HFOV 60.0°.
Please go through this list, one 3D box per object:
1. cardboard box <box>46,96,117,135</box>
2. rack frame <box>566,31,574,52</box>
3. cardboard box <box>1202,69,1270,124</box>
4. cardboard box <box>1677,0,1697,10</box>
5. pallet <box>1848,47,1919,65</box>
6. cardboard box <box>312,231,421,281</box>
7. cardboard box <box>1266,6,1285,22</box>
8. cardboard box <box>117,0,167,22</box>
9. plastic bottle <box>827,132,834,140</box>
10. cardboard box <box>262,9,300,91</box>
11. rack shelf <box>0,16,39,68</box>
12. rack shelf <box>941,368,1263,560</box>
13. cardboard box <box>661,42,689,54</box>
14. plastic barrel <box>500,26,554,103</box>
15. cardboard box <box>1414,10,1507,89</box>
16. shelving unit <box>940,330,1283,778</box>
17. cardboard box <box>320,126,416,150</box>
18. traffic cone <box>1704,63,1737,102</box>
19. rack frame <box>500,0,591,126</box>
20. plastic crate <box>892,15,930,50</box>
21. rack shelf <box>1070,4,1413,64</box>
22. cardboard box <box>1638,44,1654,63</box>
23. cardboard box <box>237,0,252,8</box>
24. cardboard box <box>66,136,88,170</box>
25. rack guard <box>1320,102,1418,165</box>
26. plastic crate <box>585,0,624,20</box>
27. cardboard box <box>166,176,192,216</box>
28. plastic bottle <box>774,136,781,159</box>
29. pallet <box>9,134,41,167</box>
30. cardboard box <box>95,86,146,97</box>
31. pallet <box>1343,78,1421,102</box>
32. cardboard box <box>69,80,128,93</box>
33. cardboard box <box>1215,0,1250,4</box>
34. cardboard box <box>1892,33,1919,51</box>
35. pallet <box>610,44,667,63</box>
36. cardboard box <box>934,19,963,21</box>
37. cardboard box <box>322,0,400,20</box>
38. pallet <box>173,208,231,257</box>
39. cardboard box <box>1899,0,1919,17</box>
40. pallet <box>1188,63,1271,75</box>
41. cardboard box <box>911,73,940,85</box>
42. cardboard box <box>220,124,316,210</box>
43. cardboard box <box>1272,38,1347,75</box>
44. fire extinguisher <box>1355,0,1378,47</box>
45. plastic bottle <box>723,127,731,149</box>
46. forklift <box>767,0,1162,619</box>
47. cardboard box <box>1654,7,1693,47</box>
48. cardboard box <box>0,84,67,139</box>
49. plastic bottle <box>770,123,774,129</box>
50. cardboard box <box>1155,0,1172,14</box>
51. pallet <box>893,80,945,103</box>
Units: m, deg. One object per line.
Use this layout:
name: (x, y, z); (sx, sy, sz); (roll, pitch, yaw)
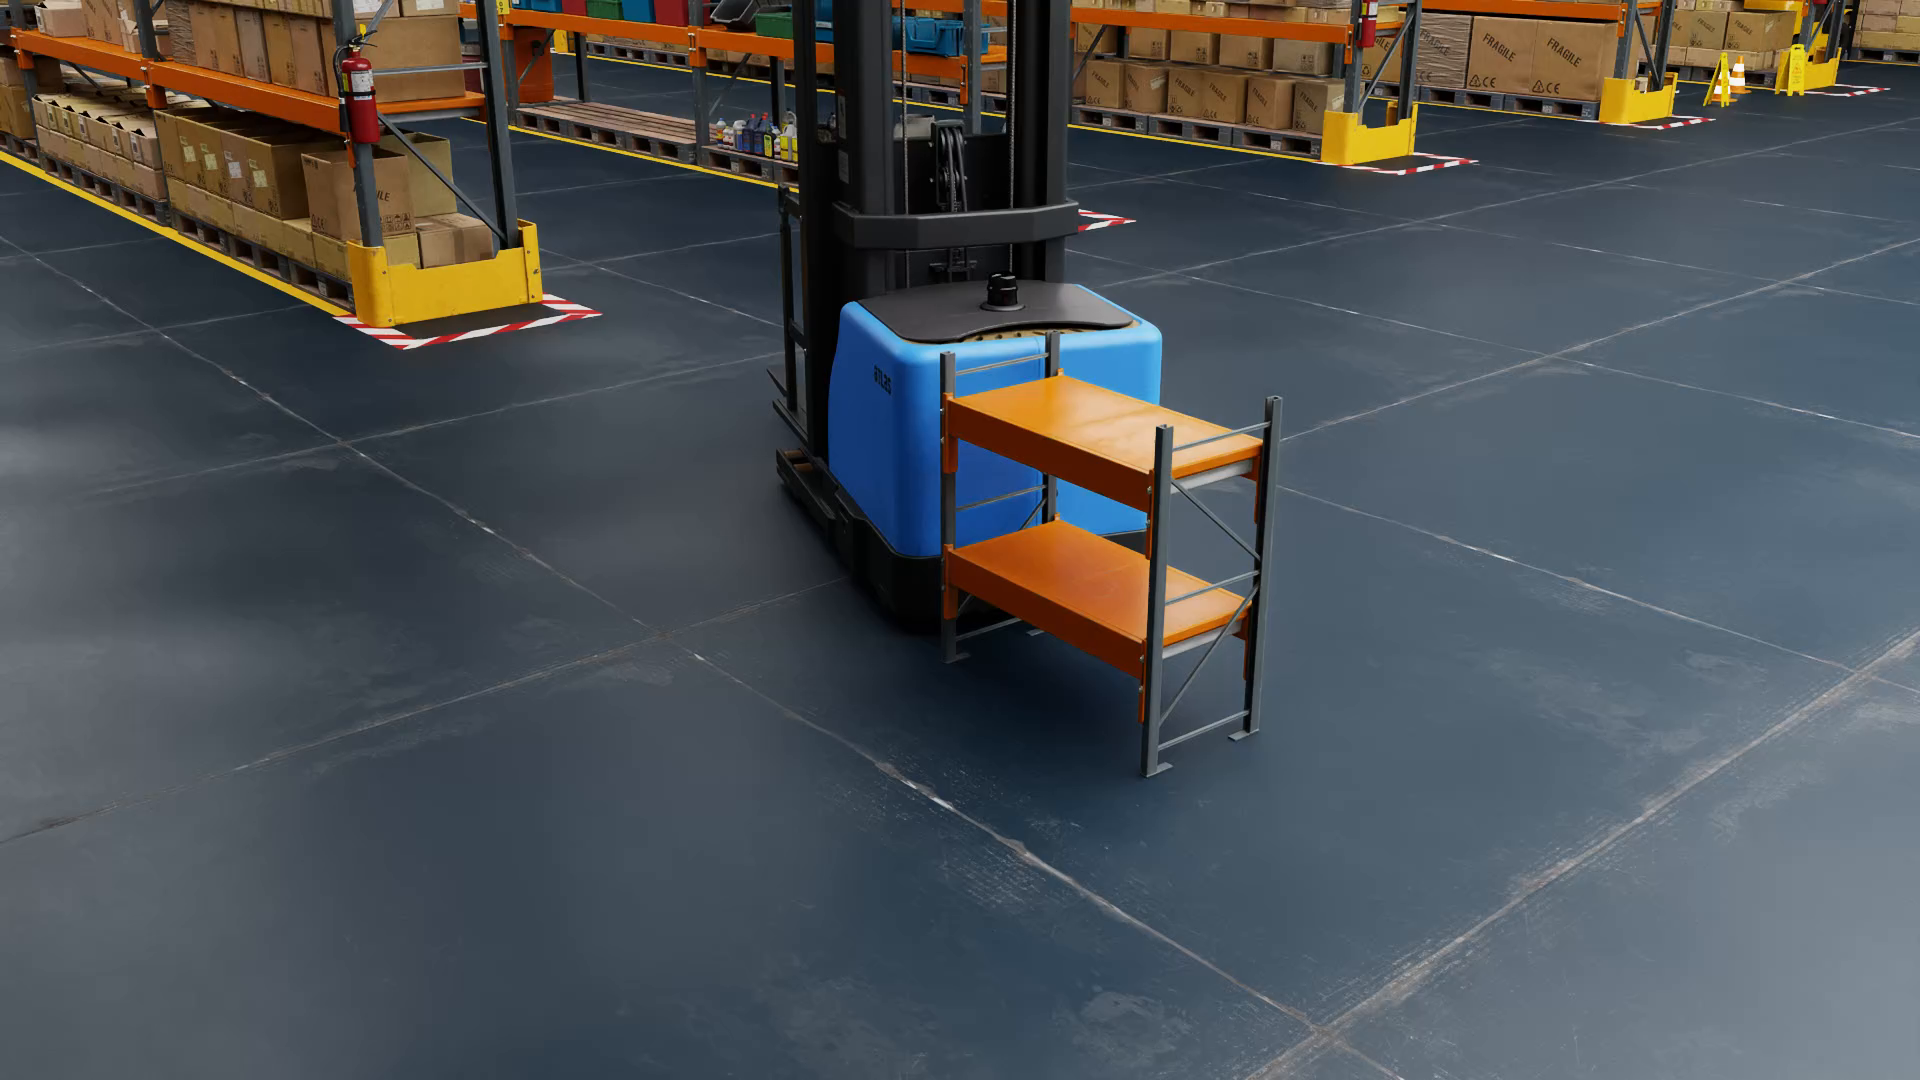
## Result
cardboard box: (-8.070, -3.932, 15.334); (0.500, 0.311, 0.500); (-18, 28, -39)
rack frame: (-6.254, -9.680, 27.587); (1.000, 3.000, 0.127); (-17, 27, -37)
cardboard box: (2.985, -4.802, 17.984); (0.500, 0.500, 0.500); (-14, 26, -33)
cardboard box: (10.355, -7.574, 23.484); (0.380, 0.149, 0.250); (-16, 27, -35)
pallet: (14.925, -7.705, 26.366); (1.003, 0.211, 1.213); (-17, 27, -37)
cardboard box: (-3.891, -1.896, 10.906); (0.500, 0.250, 0.500); (-17, 27, -37)
cardboard box: (3.332, -5.371, 16.929); (0.380, 0.149, 0.250); (-17, 27, -37)
cardboard box: (-6.761, -4.416, 14.009); (0.500, 0.500, 0.500); (-15, 26, -34)
plastic bottle: (-1.156, -3.526, 14.994); (0.061, 0.283, 0.133); (-17, 27, -37)
cardboard box: (-4.278, -3.364, 11.322); (0.700, 0.500, 0.500); (-17, 27, -37)
rack shelf: (-9.844, -5.331, 17.467); (1.077, 0.370, 4.000); (-17, 27, -37)
rack shelf: (0.451, -0.270, 5.329); (0.538, 0.278, 1.000); (-16, 26, -35)
cardboard box: (-4.013, -7.983, 25.590); (0.875, 0.875, 0.875); (-17, 27, -37)
plastic barrel: (-5.116, -5.607, 19.587); (0.600, 0.830, 0.708); (-17, 27, -37)
cardboard box: (6.352, -6.285, 21.256); (0.875, 0.875, 0.875); (-17, 27, -37)
shelving unit: (0.451, 0.002, 5.436); (0.538, 1.125, 1.048); (-16, 26, -35)
cardboard box: (-4.162, -2.641, 11.780); (0.500, 0.500, 0.500); (-17, 27, -37)
traffic cone: (9.821, -5.891, 21.391); (0.336, 0.463, 0.334); (-17, 27, -37)
rack frame: (-4.784, -6.291, 18.933); (1.000, 3.000, 0.127); (-17, 27, -37)
plastic crate: (-0.535, -4.259, 13.950); (0.499, 0.251, 0.408); (-17, 27, -37)
rack shelf: (2.885, -5.477, 17.842); (1.077, 0.370, 4.000); (-17, 27, -37)
cardboard box: (9.973, -7.121, 24.247); (0.500, 0.250, 0.500); (-18, 28, -38)
cardboard box: (-4.725, -3.740, 11.392); (0.380, 0.149, 0.250); (-18, 28, -38)
cardboard box: (-7.747, -3.533, 15.085); (0.500, 0.250, 0.500); (-18, 28, -39)
rack guard: (4.141, -4.117, 16.810); (1.175, 0.500, 0.348); (-17, 27, -37)
plastic crate: (-3.523, -5.501, 17.207); (0.450, 0.188, 0.662); (-17, 27, -37)
cardboard box: (-5.855, -2.723, 13.017); (0.500, 0.250, 0.500); (-17, 27, -37)
plastic bottle: (-1.670, -3.630, 15.373); (0.097, 0.201, 0.097); (0, 21, 0)
pallet: (-8.997, -4.030, 16.983); (1.003, 0.211, 1.213); (-17, 27, -37)
cardboard box: (-8.010, -4.203, 16.028); (0.500, 0.311, 0.500); (-17, 27, -36)
pallet: (5.840, -5.991, 21.990); (1.003, 0.211, 1.213); (-17, 27, -37)
cardboard box: (-8.619, -4.348, 16.796); (0.500, 0.500, 0.500); (-16, 27, -35)
cardboard box: (3.141, -5.861, 17.291); (0.875, 0.500, 0.500); (-17, 27, -37)
cardboard box: (14.910, -7.772, 25.907); (0.500, 0.250, 0.500); (-17, 27, -37)
pallet: (-4.880, -7.843, 26.719); (1.003, 0.211, 1.213); (-17, 27, -37)
cardboard box: (-0.218, -6.538, 21.360); (0.500, 0.250, 0.500); (-14, 25, -32)
cardboard box: (-3.711, -3.311, 10.299); (0.380, 0.149, 0.250); (-18, 28, -38)
pallet: (-5.440, -2.480, 13.026); (1.003, 0.211, 1.213); (-17, 27, -37)
cardboard box: (14.919, -8.235, 25.721); (0.500, 0.250, 0.500); (-16, 27, -36)
pallet: (4.042, -6.752, 23.933); (1.003, 0.211, 1.213); (-17, 27, -37)
cardboard box: (-0.207, -6.181, 21.475); (0.500, 0.500, 0.700); (20, 29, 41)
cardboard box: (-4.881, -2.656, 11.817); (0.500, 0.500, 0.500); (-17, 27, -37)
cardboard box: (4.930, -6.816, 22.782); (1.050, 0.750, 0.750); (-18, 27, -38)
fire extinguisher: (3.916, -5.083, 15.954); (0.296, 0.674, 0.183); (-17, 27, -37)
plastic bottle: (-2.231, -3.867, 15.979); (0.097, 0.201, 0.097); (0, 21, 0)
forklift: (-0.202, -1.583, 7.006); (1.130, 2.935, 3.031); (-7, 22, -17)
cardboard box: (10.310, -7.327, 23.745); (0.500, 0.500, 0.500); (-18, 28, -39)
cardboard box: (-9.327, -4.356, 16.818); (0.500, 0.500, 0.500); (-16, 27, -35)
plastic bottle: (-1.774, -3.787, 15.678); (0.097, 0.271, 0.097); (0, 21, 0)
cardboard box: (2.327, -5.778, 17.966); (0.380, 0.149, 0.250); (-17, 27, -37)
pallet: (-0.523, -5.956, 21.900); (1.003, 0.211, 1.213); (-17, 27, -37)
